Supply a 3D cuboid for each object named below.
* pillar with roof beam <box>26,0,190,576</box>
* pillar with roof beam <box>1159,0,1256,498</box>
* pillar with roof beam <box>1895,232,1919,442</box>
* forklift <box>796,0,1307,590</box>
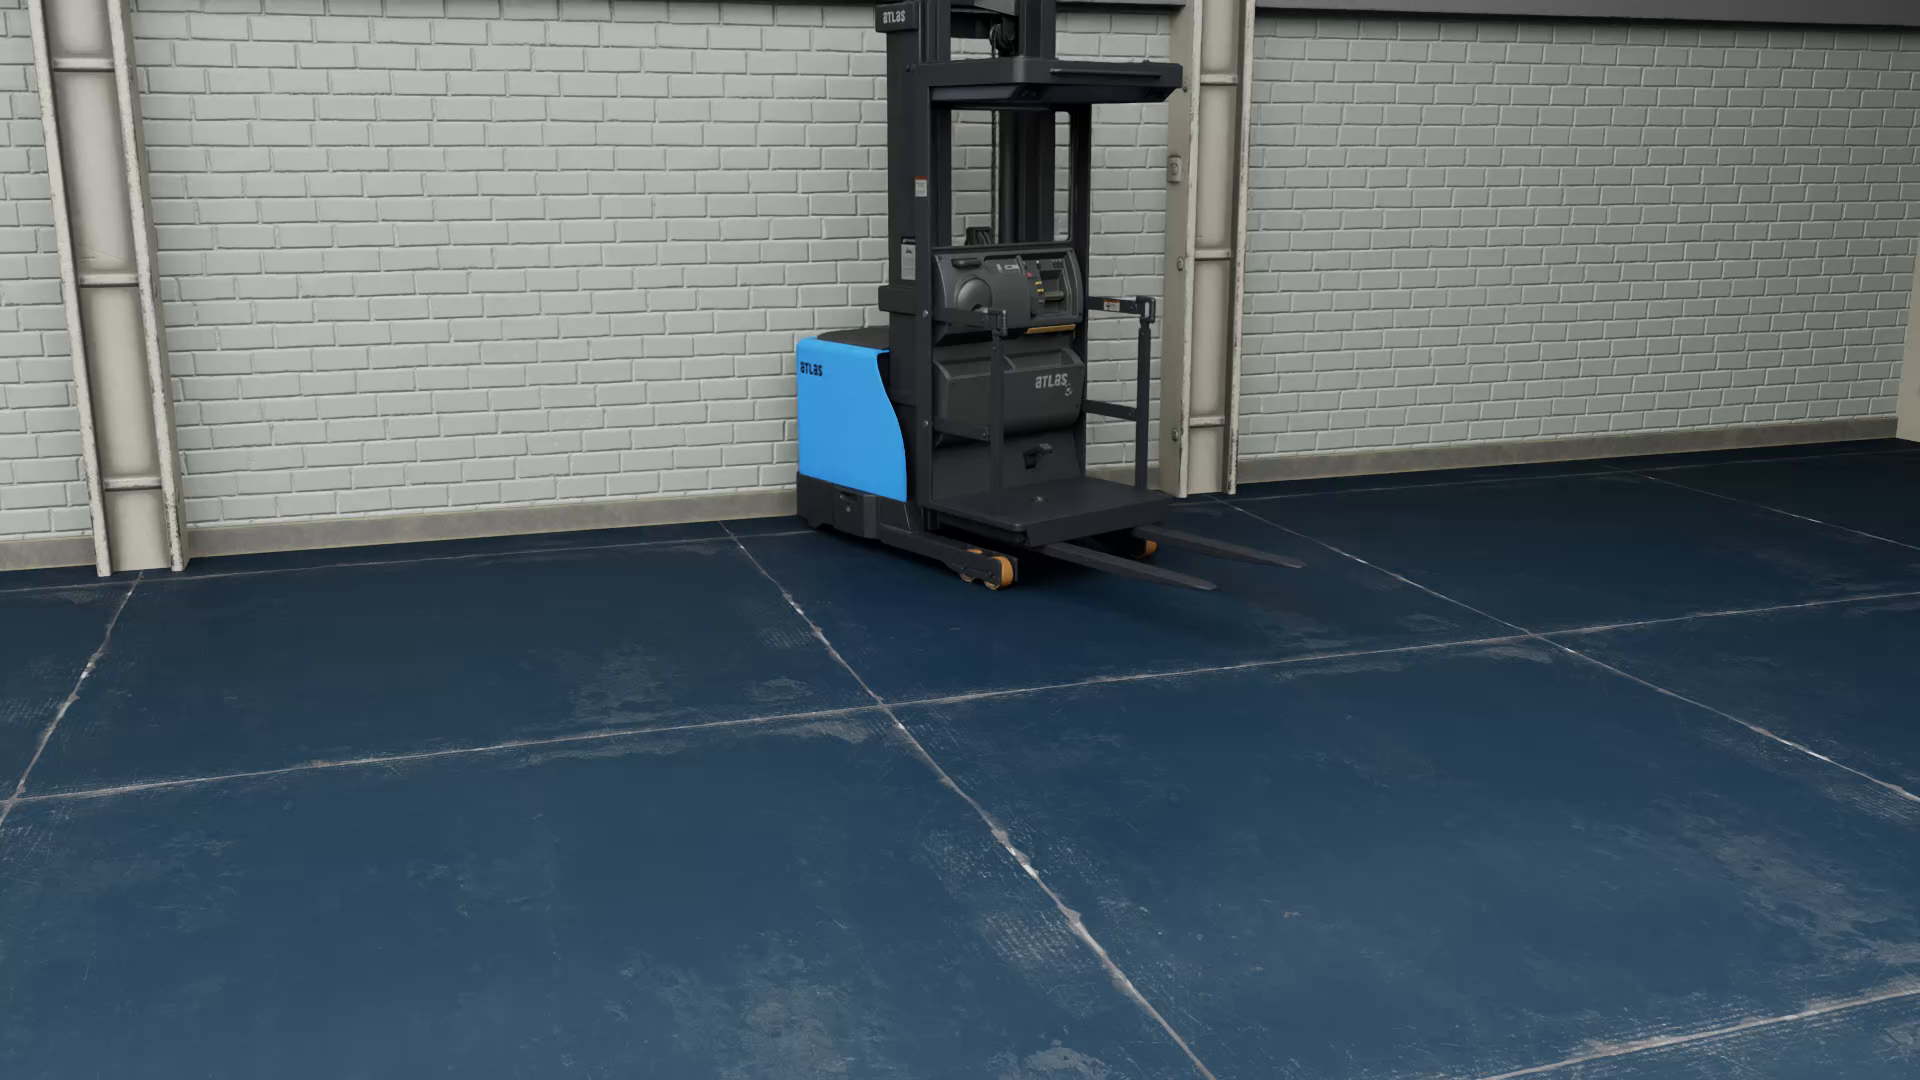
[{"bbox_3d":[-2.828,-3.298,3.562,0.400,9.000,9.100,-4,14,-18],"label":"pillar with roof beam"},{"bbox_3d":[2.859,-3.741,5.424,0.400,9.000,9.100,-4,14,-18],"label":"pillar with roof beam"},{"bbox_3d":[8.545,-4.184,7.286,0.400,9.000,9.100,-4,14,-18],"label":"pillar with roof beam"},{"bbox_3d":[0.393,-1.314,8.333,1.130,2.935,3.031,-11,17,-38],"label":"forklift"}]
